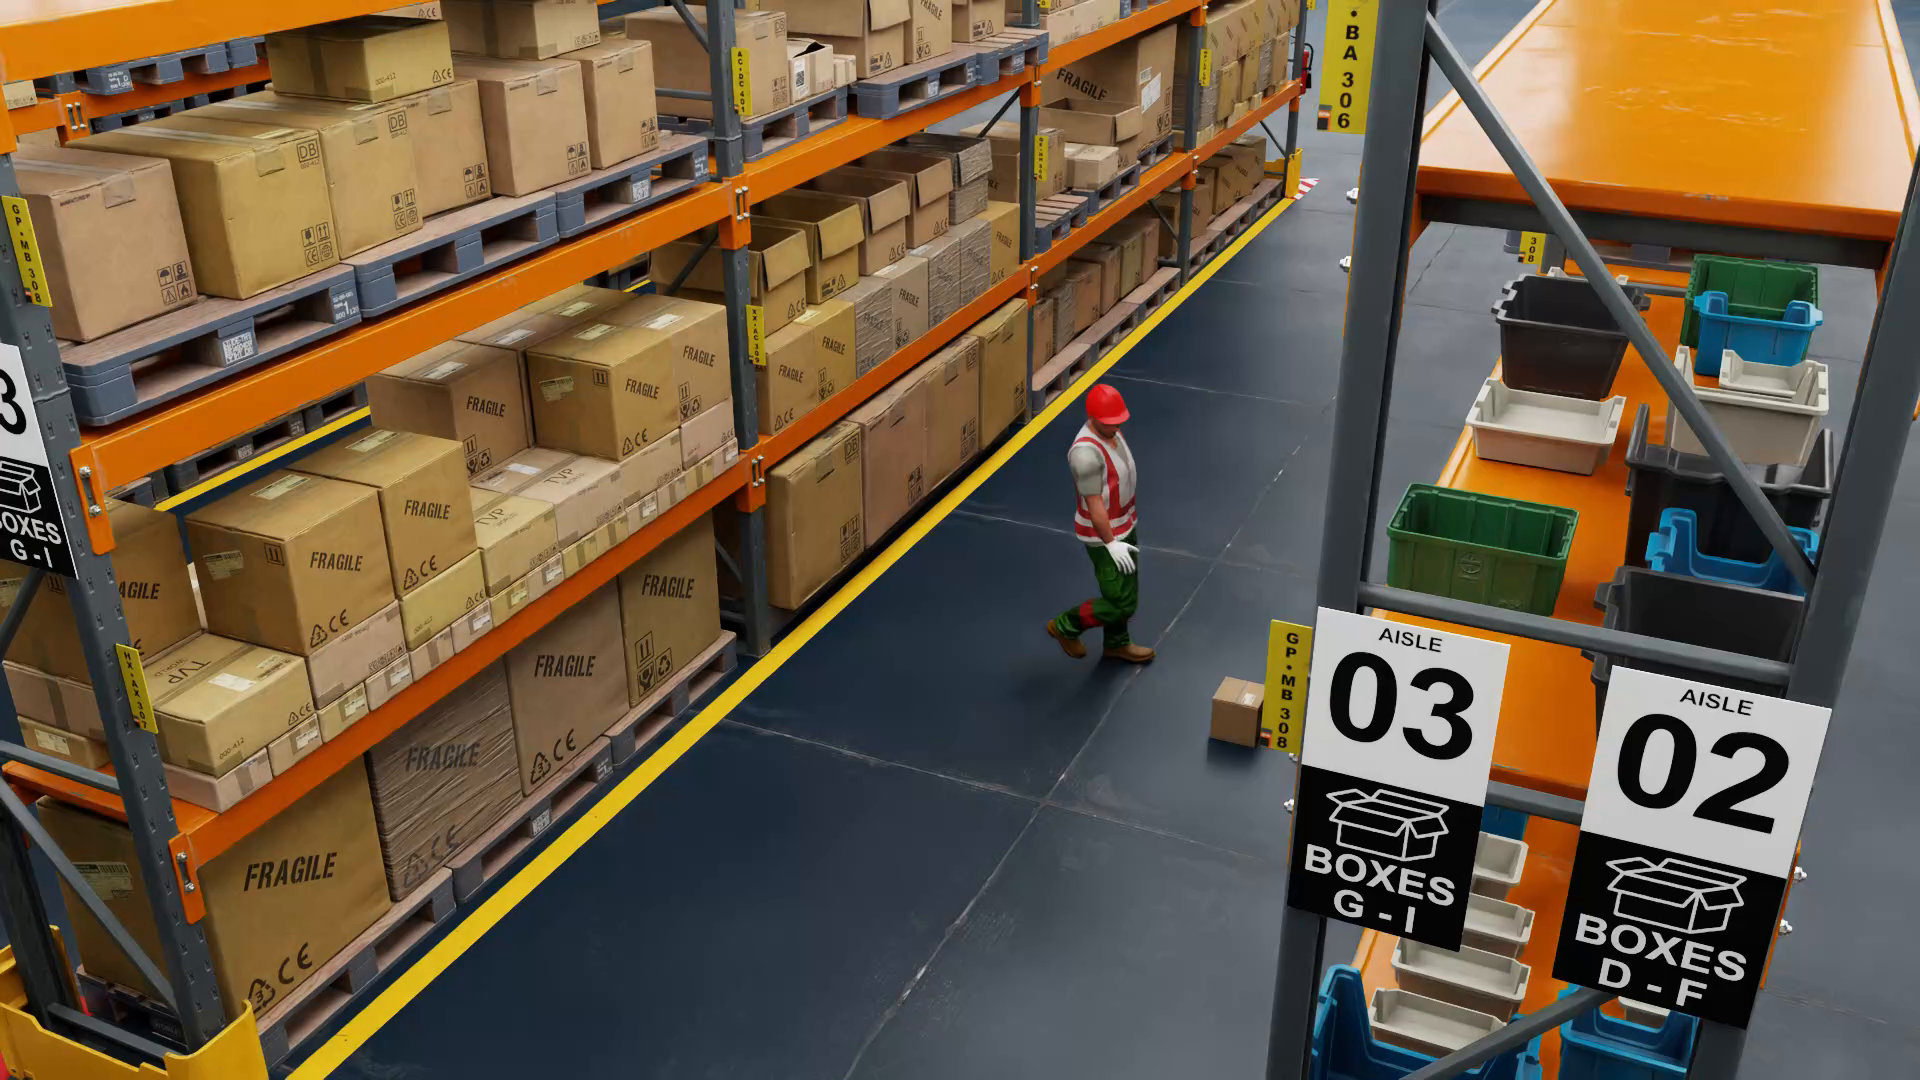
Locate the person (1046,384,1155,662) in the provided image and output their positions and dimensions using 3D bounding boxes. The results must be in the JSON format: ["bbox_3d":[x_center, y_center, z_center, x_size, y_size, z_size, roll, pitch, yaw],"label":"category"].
[{"bbox_3d":[0.791,-0.052,9.179,0.558,1.764,0.577,10,28,19],"label":"person"}]
